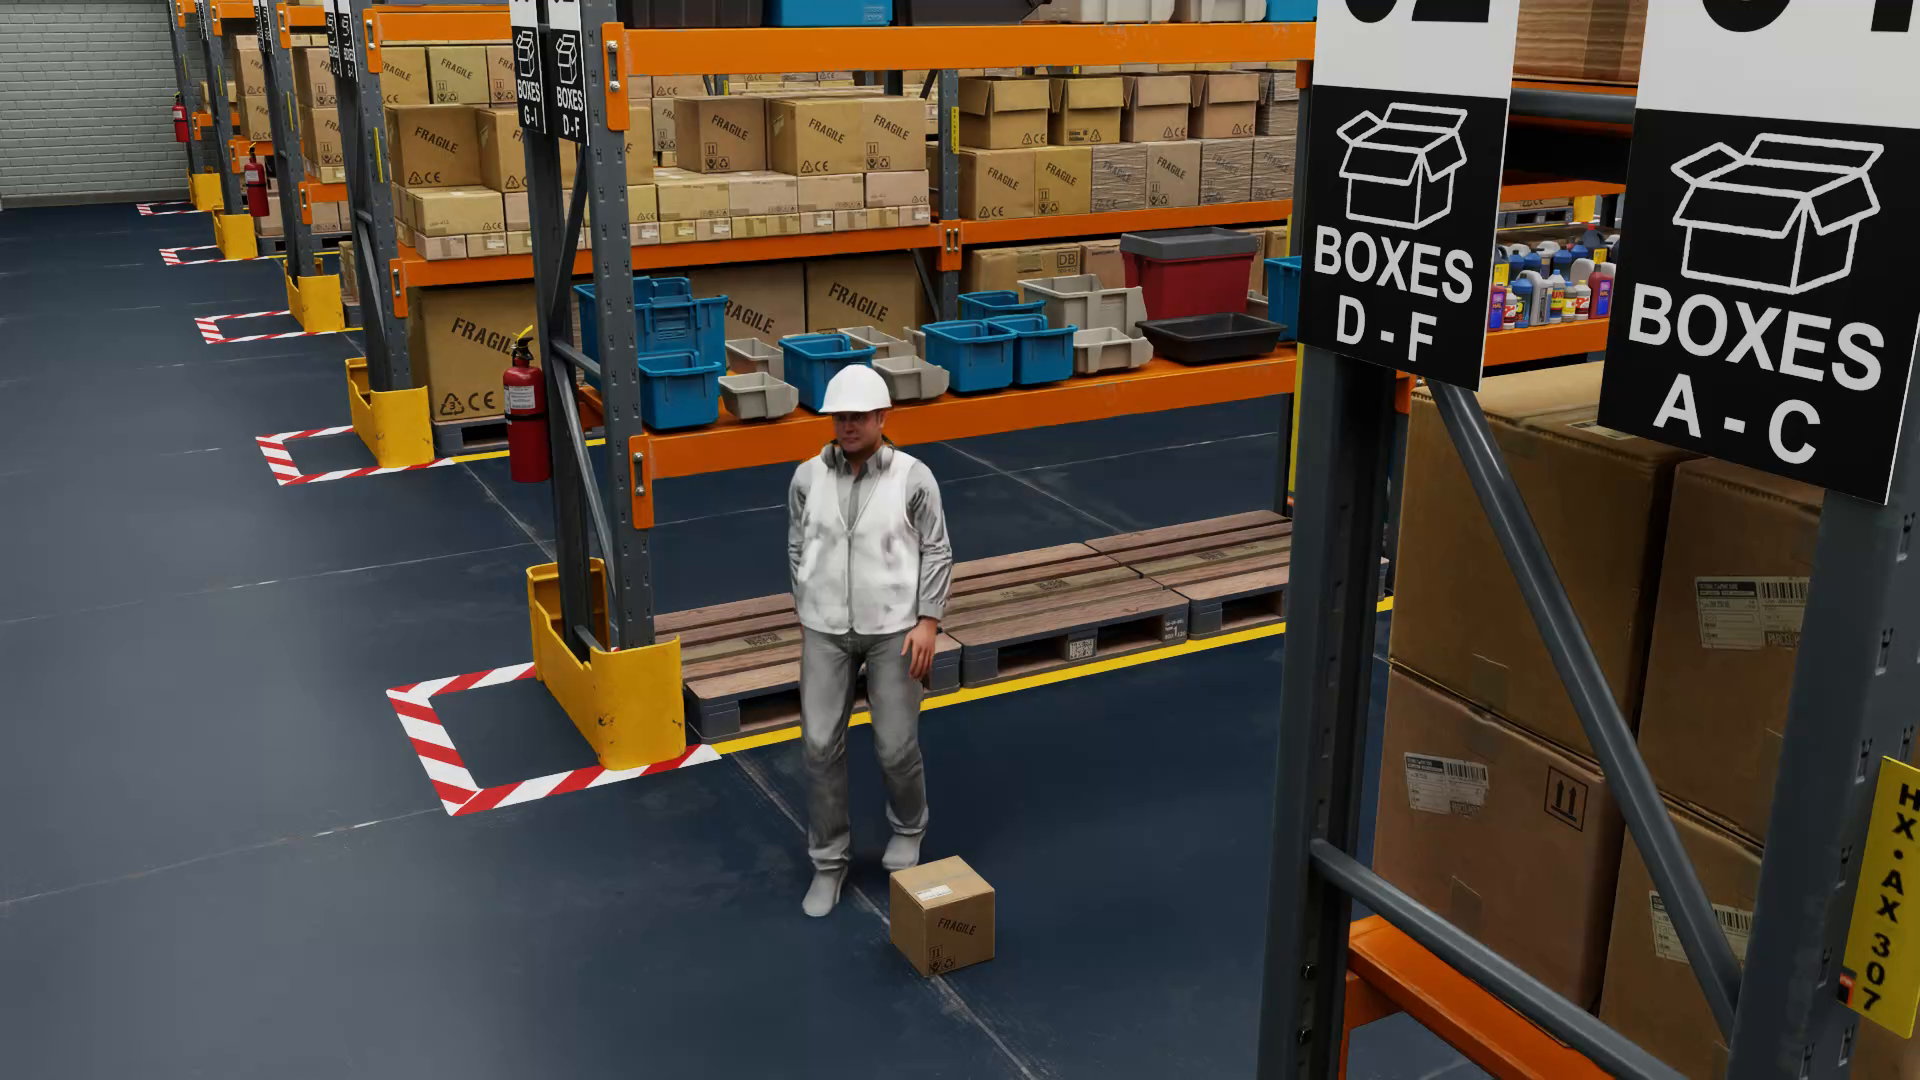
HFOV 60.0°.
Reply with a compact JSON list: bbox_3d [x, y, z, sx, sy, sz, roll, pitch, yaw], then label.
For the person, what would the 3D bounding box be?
[{"bbox_3d":[-0.338,0.350,5.551,0.588,1.813,0.650,3,19,9],"label":"person"}]
